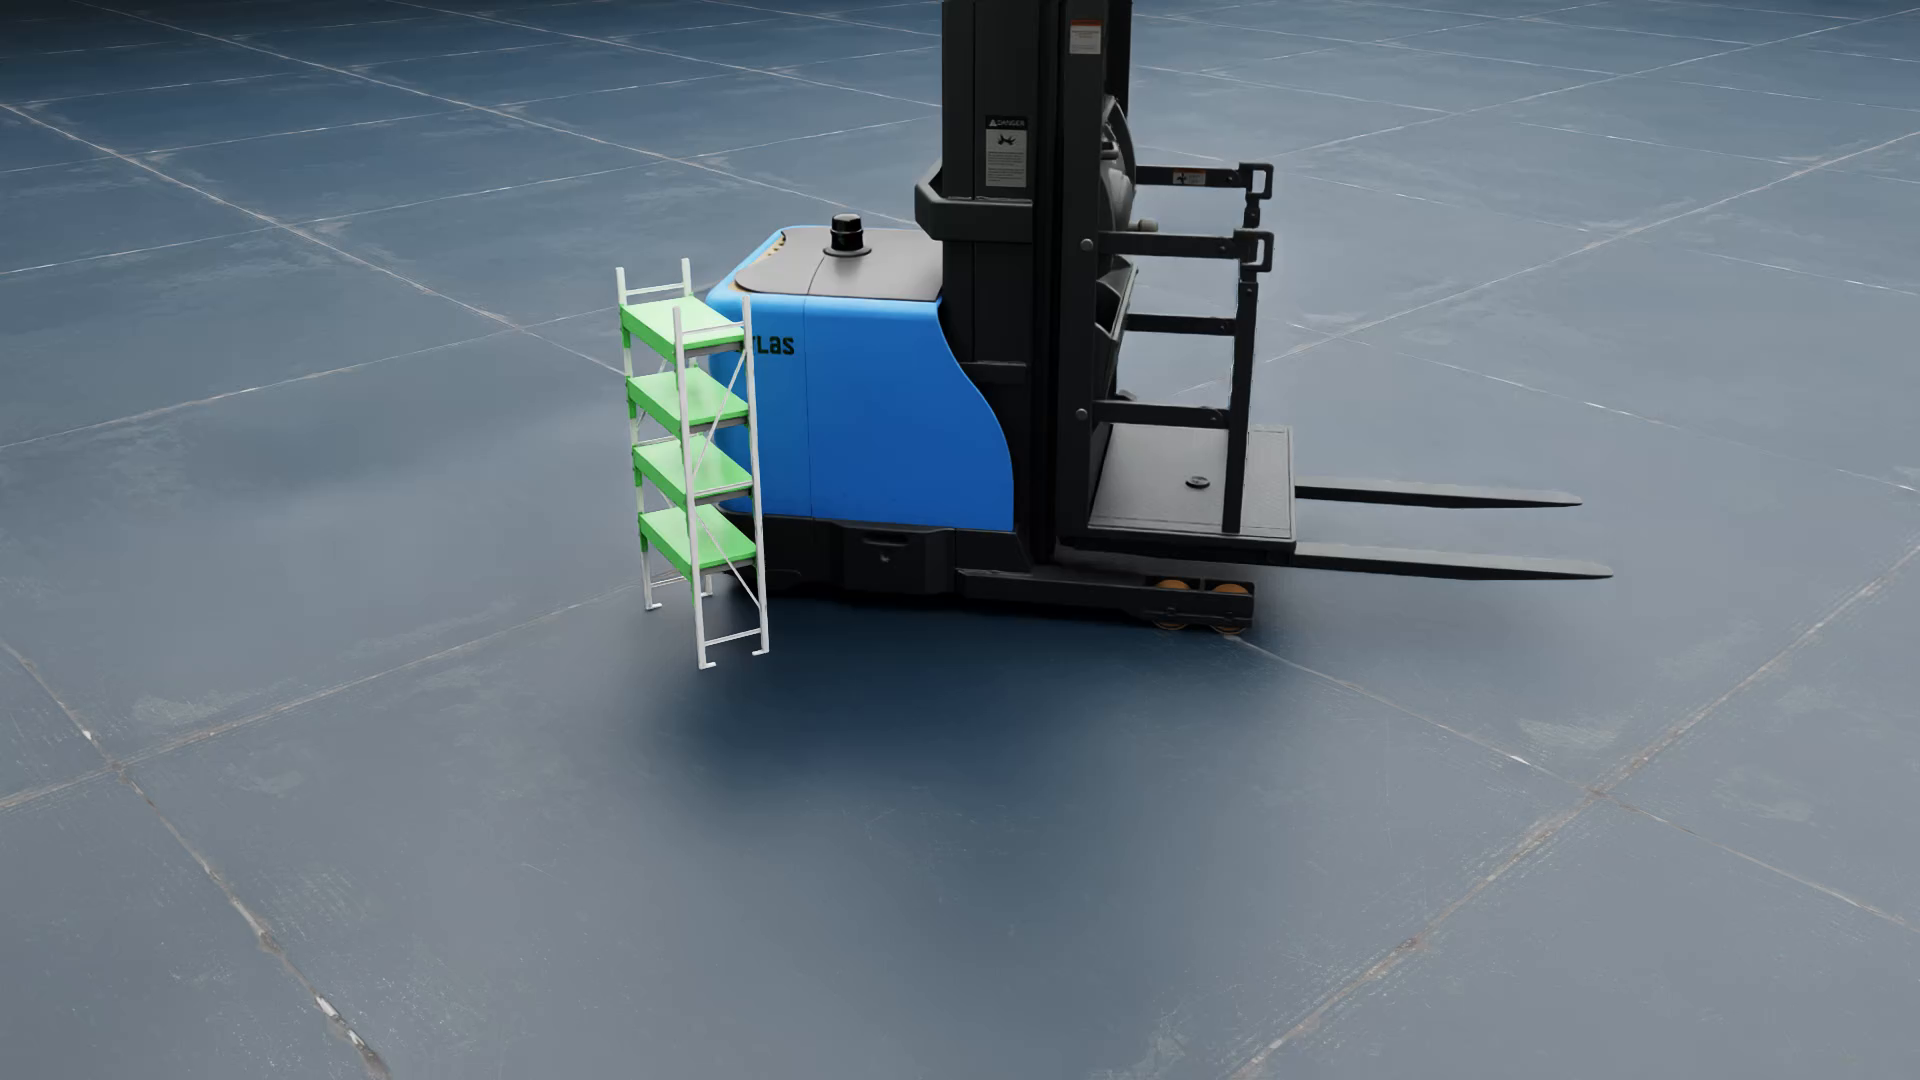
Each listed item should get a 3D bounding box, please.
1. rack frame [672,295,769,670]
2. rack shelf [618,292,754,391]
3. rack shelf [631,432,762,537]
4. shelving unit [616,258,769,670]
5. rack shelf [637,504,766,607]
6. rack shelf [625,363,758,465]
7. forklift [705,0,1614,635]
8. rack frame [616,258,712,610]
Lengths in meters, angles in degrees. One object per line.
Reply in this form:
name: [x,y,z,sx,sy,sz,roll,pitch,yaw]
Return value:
rack frame: [-0.733,-0.157,5.149,0.240,1.200,0.015,-13,28,-27]
rack shelf: [-0.855,-0.623,5.168,0.258,0.148,0.480,-13,28,-27]
rack shelf: [-0.854,-0.187,5.368,0.258,0.148,0.480,-13,28,-27]
shelving unit: [-0.855,-0.245,5.341,0.258,1.200,0.503,-13,28,-27]
rack shelf: [-0.854,0.032,5.467,0.258,0.148,0.480,-13,28,-27]
rack shelf: [-0.855,-0.405,5.268,0.258,0.148,0.480,-13,28,-27]
forklift: [0.709,-1.255,5.470,3.031,2.935,1.130,4,25,9]
rack frame: [-0.976,-0.333,5.534,0.240,1.200,0.015,-13,28,-27]
